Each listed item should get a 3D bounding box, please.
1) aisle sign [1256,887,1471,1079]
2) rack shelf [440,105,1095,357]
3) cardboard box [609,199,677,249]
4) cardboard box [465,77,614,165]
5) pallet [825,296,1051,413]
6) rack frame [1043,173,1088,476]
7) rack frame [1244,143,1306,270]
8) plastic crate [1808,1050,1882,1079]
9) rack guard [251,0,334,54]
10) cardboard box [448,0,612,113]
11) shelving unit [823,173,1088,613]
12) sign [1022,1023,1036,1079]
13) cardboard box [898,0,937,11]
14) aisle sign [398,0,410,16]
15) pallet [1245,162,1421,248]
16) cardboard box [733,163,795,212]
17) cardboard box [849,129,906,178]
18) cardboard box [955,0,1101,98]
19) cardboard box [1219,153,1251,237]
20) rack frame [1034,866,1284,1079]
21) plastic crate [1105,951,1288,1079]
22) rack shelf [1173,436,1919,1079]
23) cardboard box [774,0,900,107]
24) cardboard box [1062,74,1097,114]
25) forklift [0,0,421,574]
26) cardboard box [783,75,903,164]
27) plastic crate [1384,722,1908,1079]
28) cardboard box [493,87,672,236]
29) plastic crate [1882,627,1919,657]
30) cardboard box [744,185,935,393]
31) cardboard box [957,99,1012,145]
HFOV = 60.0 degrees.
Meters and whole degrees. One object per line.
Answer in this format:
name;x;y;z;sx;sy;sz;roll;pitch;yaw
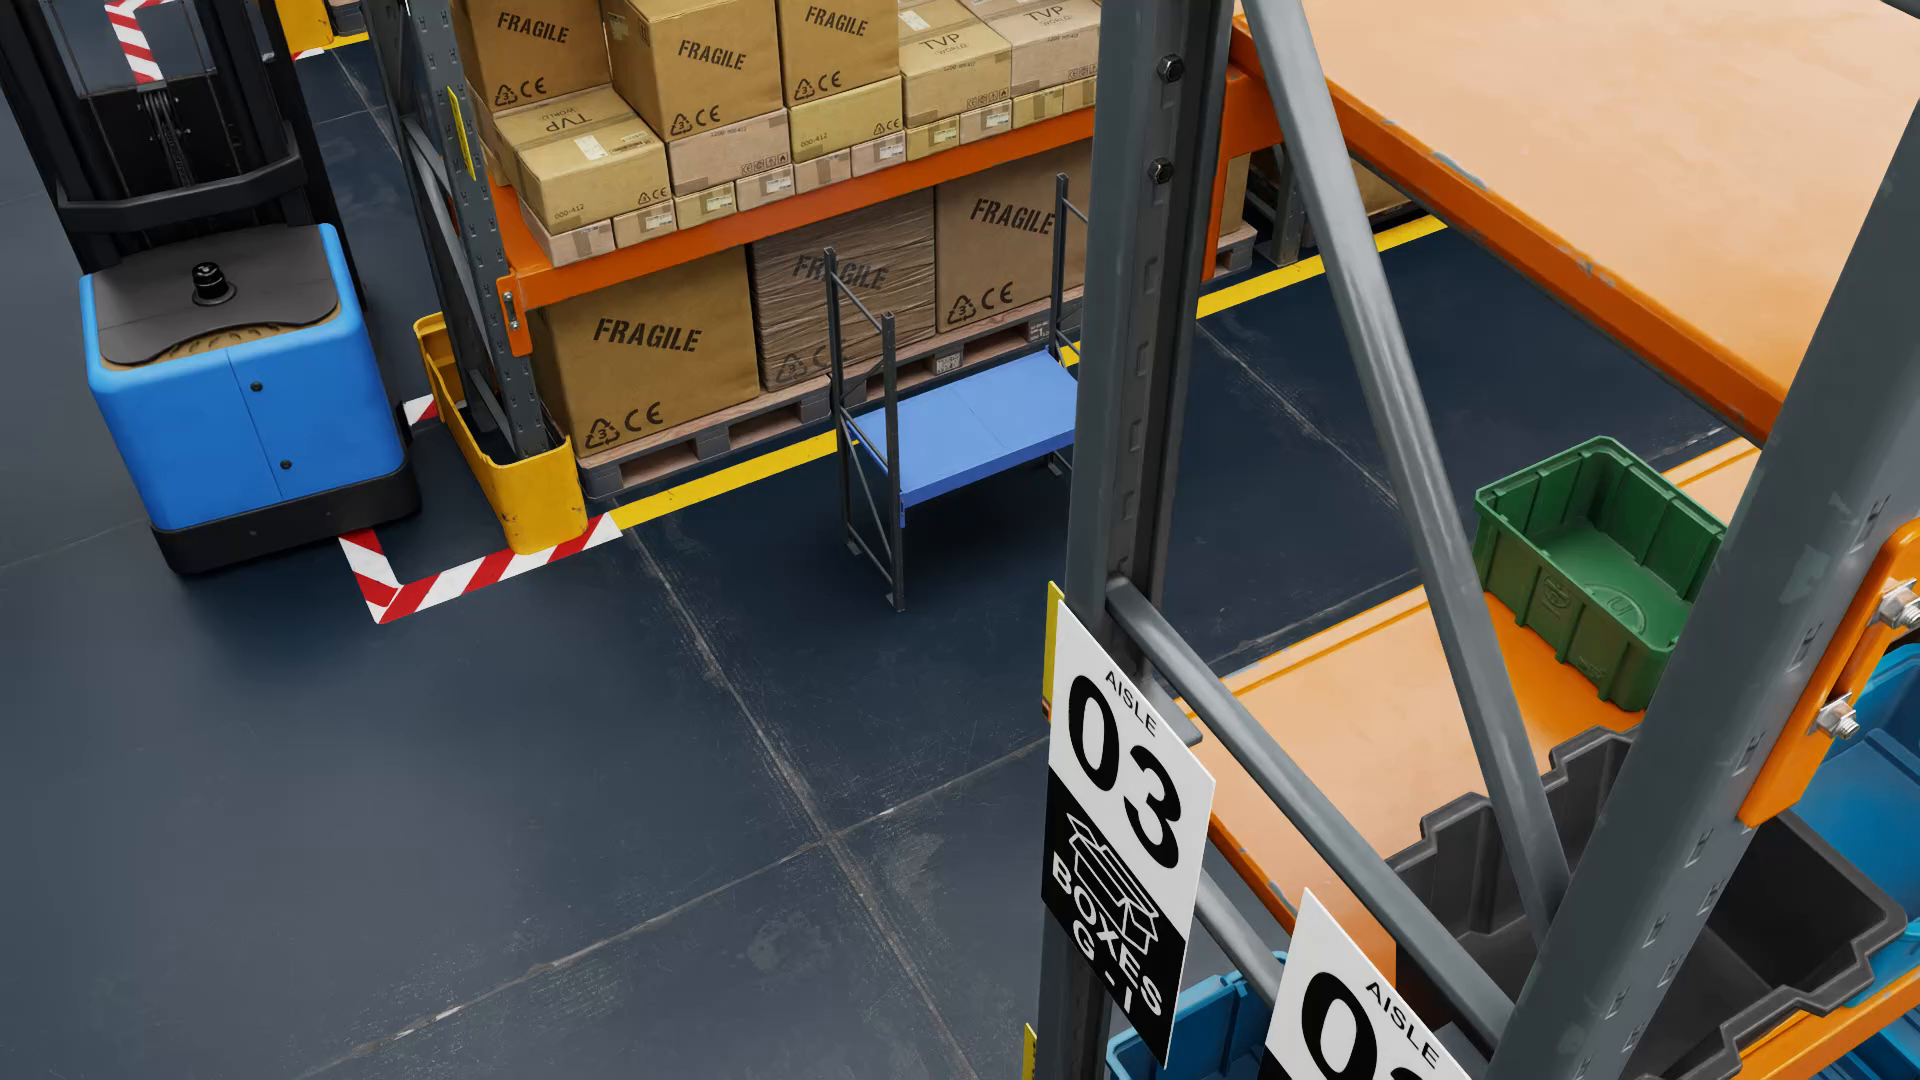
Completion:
aisle sign;0.542;0.848;2.285;0.004;0.787;0.394;-22;48;-21
rack shelf;-0.277;-1.850;7.449;4.000;0.370;1.077;-22;48;-21
cardboard box;-1.318;-1.338;6.585;0.250;0.149;0.380;-22;48;-22
cardboard box;-1.723;-1.796;6.770;0.500;0.250;0.500;-23;48;-22
pallet;-0.301;-1.159;8.222;1.213;0.211;1.003;-22;48;-21
rack frame;0.515;-0.744;6.869;0.032;1.500;0.500;-22;48;-21
rack frame;1.457;-2.802;7.913;0.127;3.000;1.000;-22;48;-21
plastic crate;1.976;1.271;3.793;0.300;0.233;0.416;-22;48;-21
rack guard;-4.329;-3.574;10.503;0.348;0.500;1.175;-22;48;-21
cardboard box;-1.720;-2.064;6.508;0.500;0.500;0.500;-21;48;-20
shelving unit;0.074;-0.568;6.688;1.048;1.500;0.538;-22;48;-21
sign;0.168;1.191;3.681;0.005;0.325;0.100;-22;48;-21
cardboard box;-0.393;-2.332;7.322;0.500;0.250;0.500;-22;48;-21
aisle sign;-1.924;-2.141;5.365;0.004;0.787;0.394;-22;48;-21
pallet;2.088;-2.115;9.207;1.213;0.211;1.003;-22;48;-21
cardboard box;-0.870;-1.519;6.771;0.250;0.149;0.380;-23;48;-22
cardboard box;-0.426;-1.696;6.954;0.250;0.149;0.380;-22;48;-21
cardboard box;0.315;-2.185;7.172;0.500;0.250;0.500;-21;48;-20
cardboard box;0.845;-2.010;8.321;0.875;0.875;0.875;-22;48;-21
rack frame;0.456;1.576;3.401;0.127;3.000;1.000;-22;48;-21
plastic crate;0.653;1.313;3.604;0.499;0.435;0.616;-22;48;-21
rack shelf;2.190;0.064;3.322;4.000;0.370;1.077;-22;48;-21
cardboard box;-0.581;-2.097;6.542;0.500;0.500;0.500;-23;49;-22
cardboard box;0.464;-2.051;7.320;0.250;0.149;0.380;-21;48;-20
forklift;-3.403;-1.946;7.080;1.130;2.935;3.031;-17;47;-17
cardboard box;-0.576;-1.828;6.803;0.500;0.250;0.500;-23;49;-22
plastic crate;0.929;0.581;2.366;0.590;0.269;0.497;-22;48;-21
cardboard box;-1.461;-1.471;6.436;0.500;0.250;0.500;-23;49;-22
plastic crate;1.918;0.158;2.754;0.767;0.338;0.504;-22;48;-21
cardboard box;-0.707;-1.389;7.681;0.875;0.875;0.875;-22;48;-21
cardboard box;0.020;-1.875;7.138;0.250;0.149;0.380;-21;48;-20
